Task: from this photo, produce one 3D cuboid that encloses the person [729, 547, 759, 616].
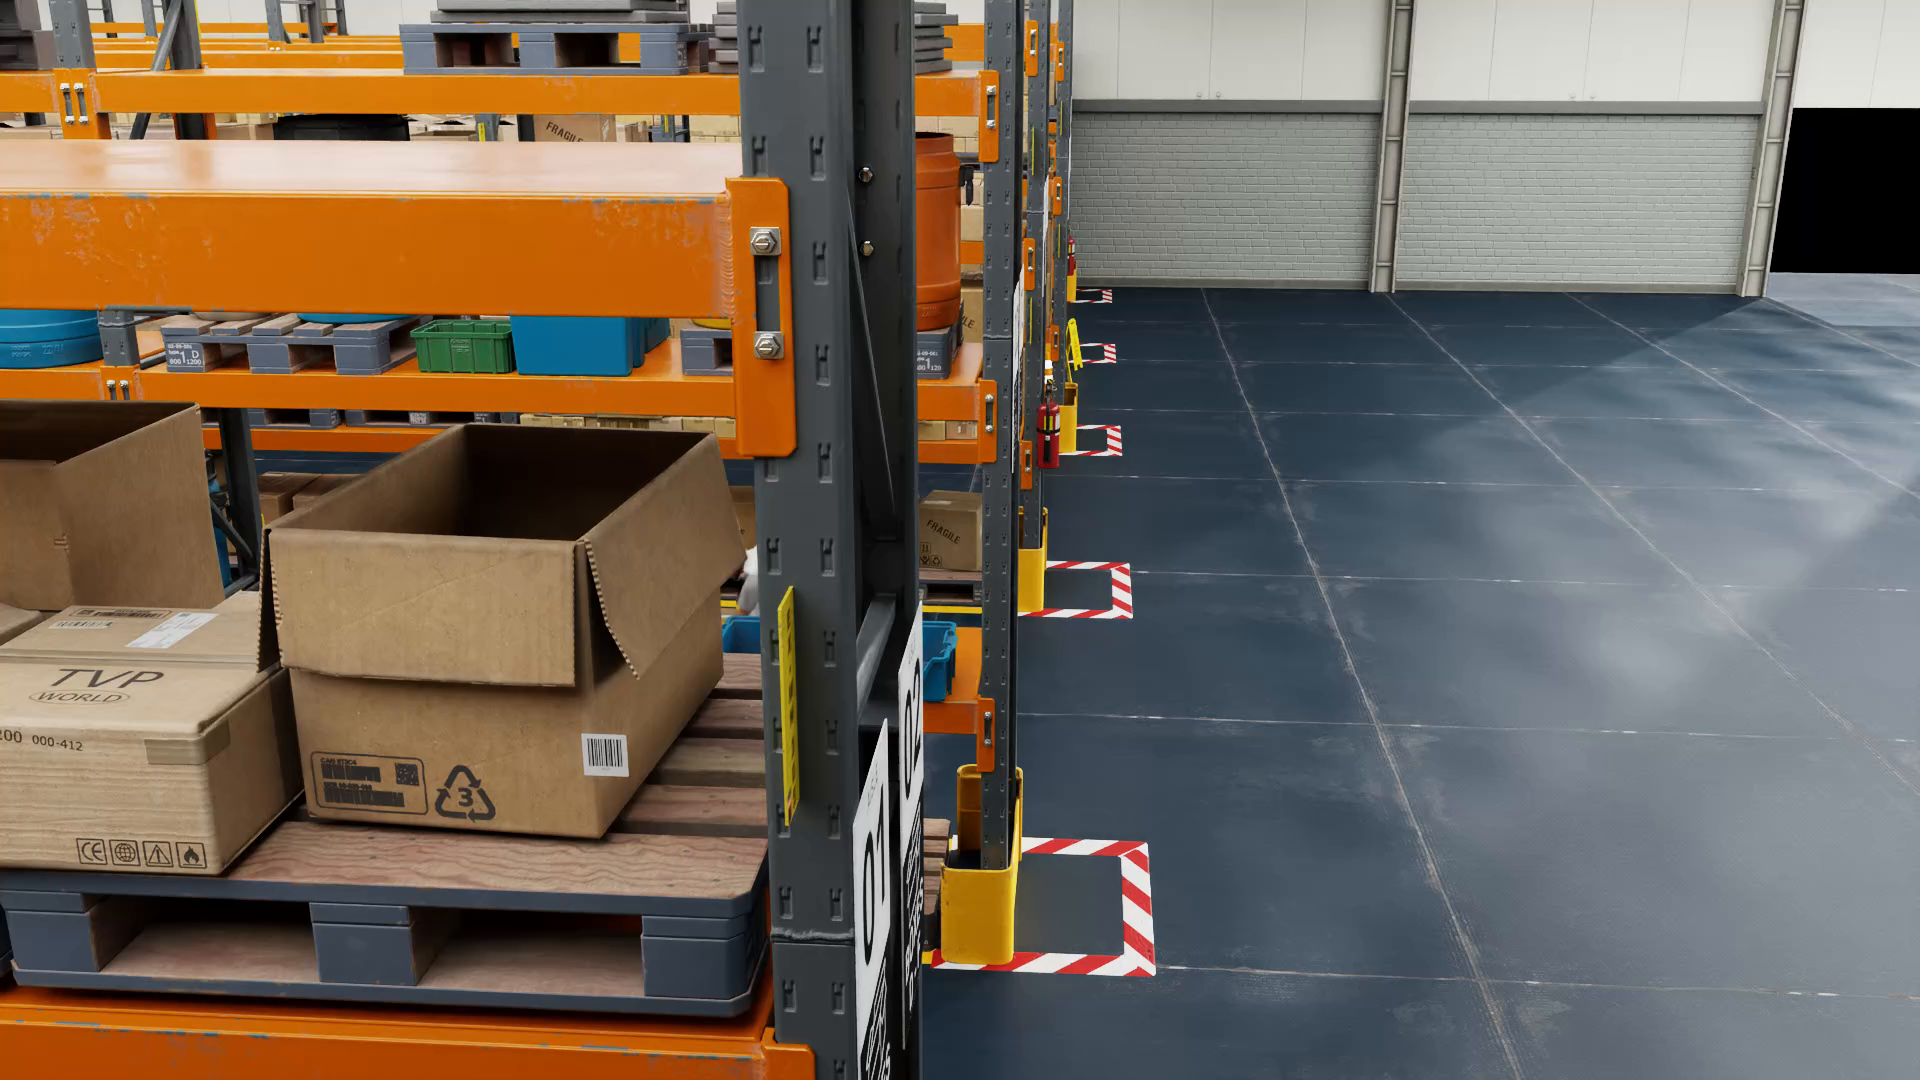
[{"bbox_3d":[-1.341,0.432,11.887,0.909,0.875,0.534,1,17,4],"label":"person"}]
